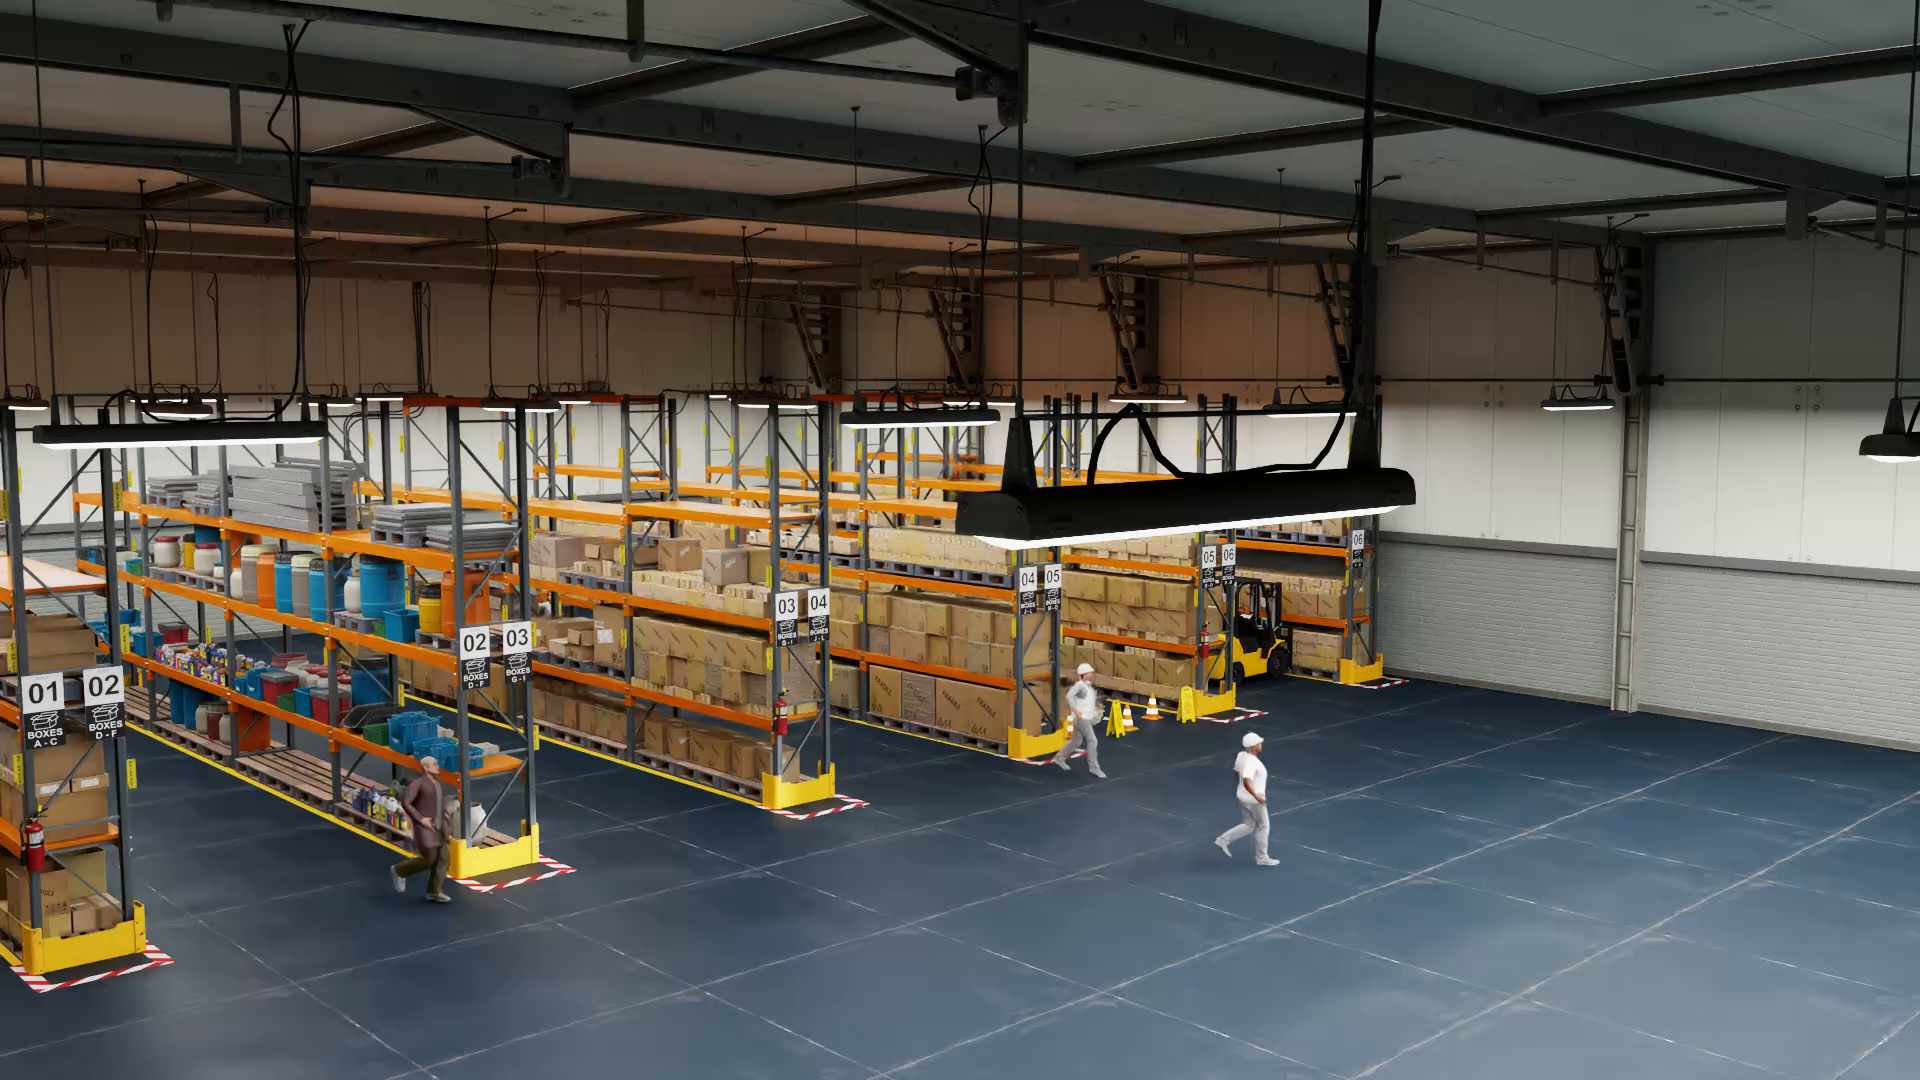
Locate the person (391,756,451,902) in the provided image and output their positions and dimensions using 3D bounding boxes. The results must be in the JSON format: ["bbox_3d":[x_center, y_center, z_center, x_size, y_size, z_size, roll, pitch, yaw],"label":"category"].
[{"bbox_3d":[-6.491,3.507,20.375,0.829,1.712,0.760,2,6,17],"label":"person"}]

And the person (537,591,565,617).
[{"bbox_3d":[-8.987,1.945,36.546,0.553,1.699,0.908,-5,8,-44],"label":"person"}]

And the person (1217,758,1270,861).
[{"bbox_3d":[3.693,3.480,21.613,0.663,1.409,0.682,-1,6,-10],"label":"person"}]

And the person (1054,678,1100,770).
[{"bbox_3d":[1.895,2.924,26.741,0.766,1.446,0.455,1,6,13],"label":"person"}]
